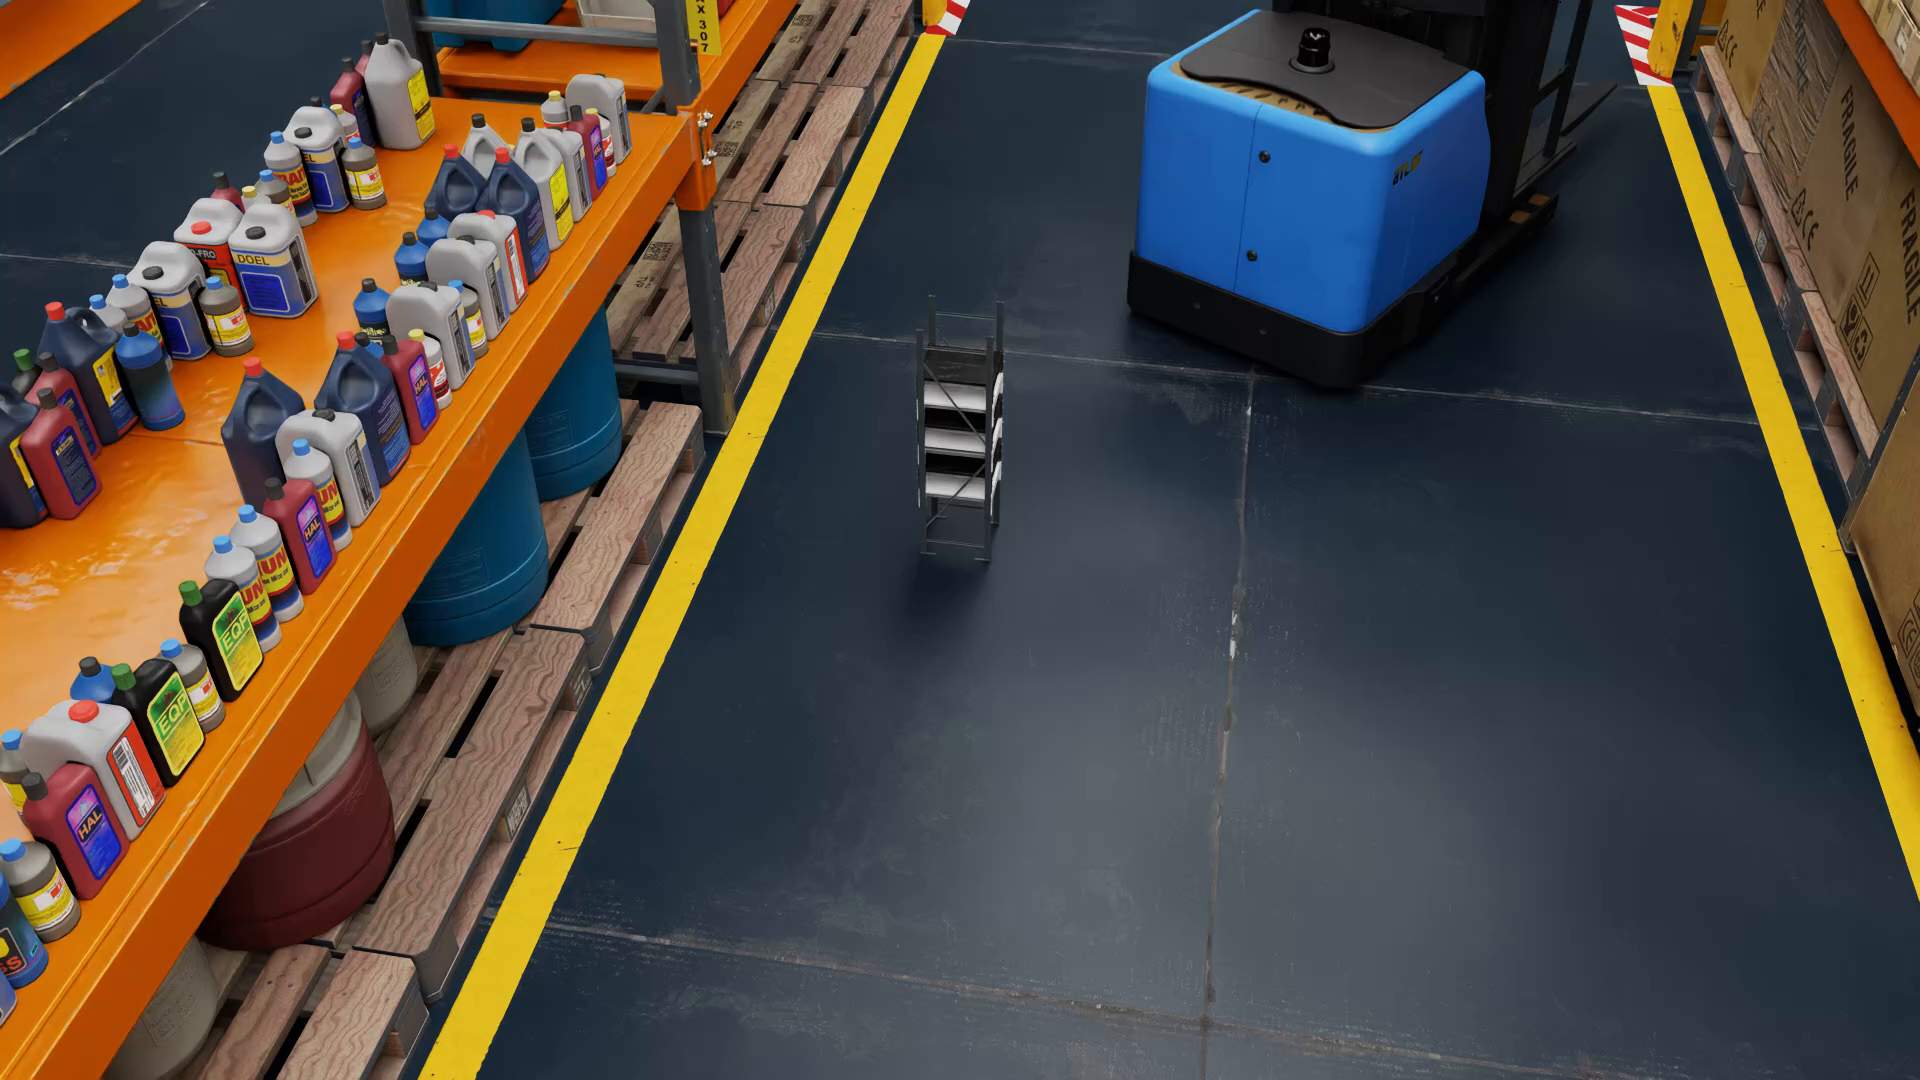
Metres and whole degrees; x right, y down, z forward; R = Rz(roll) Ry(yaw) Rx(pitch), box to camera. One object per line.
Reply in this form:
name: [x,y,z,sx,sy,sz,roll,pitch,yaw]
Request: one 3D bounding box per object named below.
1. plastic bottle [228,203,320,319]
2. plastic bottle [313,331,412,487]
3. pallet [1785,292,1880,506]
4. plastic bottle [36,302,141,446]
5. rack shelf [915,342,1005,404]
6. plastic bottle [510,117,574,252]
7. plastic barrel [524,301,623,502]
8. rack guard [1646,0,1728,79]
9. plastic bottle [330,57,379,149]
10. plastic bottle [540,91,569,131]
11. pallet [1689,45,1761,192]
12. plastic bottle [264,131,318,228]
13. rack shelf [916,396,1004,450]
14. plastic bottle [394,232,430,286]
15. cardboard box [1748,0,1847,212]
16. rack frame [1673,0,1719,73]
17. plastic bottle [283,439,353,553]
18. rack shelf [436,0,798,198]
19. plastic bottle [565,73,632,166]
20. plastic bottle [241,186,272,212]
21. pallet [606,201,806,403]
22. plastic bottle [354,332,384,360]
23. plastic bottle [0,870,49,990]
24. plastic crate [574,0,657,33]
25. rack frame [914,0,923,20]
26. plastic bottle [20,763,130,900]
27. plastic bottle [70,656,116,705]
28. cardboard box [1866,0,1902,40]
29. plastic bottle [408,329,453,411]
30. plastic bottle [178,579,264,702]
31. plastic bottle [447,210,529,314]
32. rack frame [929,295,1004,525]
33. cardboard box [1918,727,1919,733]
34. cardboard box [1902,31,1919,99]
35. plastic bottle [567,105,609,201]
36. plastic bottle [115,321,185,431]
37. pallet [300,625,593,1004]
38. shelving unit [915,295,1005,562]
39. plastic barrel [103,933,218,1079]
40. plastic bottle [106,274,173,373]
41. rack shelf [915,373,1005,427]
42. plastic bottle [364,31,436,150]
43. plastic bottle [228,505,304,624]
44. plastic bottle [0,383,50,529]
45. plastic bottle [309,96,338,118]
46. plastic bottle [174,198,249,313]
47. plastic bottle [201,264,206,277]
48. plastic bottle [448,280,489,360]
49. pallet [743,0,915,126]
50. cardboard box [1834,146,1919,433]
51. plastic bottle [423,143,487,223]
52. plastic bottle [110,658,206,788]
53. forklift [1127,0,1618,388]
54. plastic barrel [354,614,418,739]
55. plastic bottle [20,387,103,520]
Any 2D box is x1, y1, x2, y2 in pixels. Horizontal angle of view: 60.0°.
plastic bottle: [-1.817,-0.737,4.385,0.152,0.276,0.135,6,40,8]
plastic bottle: [-1.378,-0.308,3.808,0.144,0.351,0.185,6,40,8]
pallet: [3.736,-0.479,6.164,1.003,0.211,1.213,6,40,8]
plastic bottle: [-2.072,-0.415,3.937,0.144,0.351,0.185,6,40,8]
rack shelf: [0.001,-0.534,5.319,0.258,0.077,0.200,6,40,8]
plastic bottle: [-1.188,-1.000,4.644,0.144,0.351,0.185,6,40,8]
plastic barrel: [-1.462,-0.645,5.493,0.600,0.901,0.708,6,40,8]
rack guard: [4.224,-2.647,8.560,1.175,0.500,0.348,6,40,8]
plastic bottle: [-1.858,-1.320,5.084,0.061,0.283,0.133,6,40,8]
plastic bottle: [-1.227,-1.274,5.093,0.097,0.201,0.097,0,40,0]
pallet: [4.158,-2.011,8.016,1.003,0.211,1.213,6,40,8]
plastic bottle: [-1.917,-1.034,4.748,0.097,0.271,0.097,0,40,0]
rack shelf: [0.001,-0.396,5.433,0.258,0.077,0.200,6,40,8]
plastic bottle: [-1.401,-0.671,4.308,0.097,0.271,0.097,0,40,0]
cardboard box: [4.030,-1.957,7.101,0.875,0.875,0.875,6,40,8]
rack frame: [4.219,-3.596,7.745,1.000,3.000,0.127,6,40,8]
plastic bottle: [-1.403,-0.102,3.620,0.097,0.271,0.097,0,40,0]
rack shelf: [-1.005,-2.609,7.117,1.077,0.370,4.000,6,40,8]
plastic bottle: [-1.101,-1.301,5.067,0.152,0.276,0.135,6,40,8]
plastic bottle: [-1.950,-0.885,4.622,0.097,0.201,0.097,0,40,0]
pallet: [-1.262,-1.023,6.821,1.003,0.211,1.213,6,40,8]
plastic bottle: [-1.391,-0.370,3.945,0.097,0.271,0.097,0,40,0]
plastic bottle: [-1.603,0.623,2.744,0.097,0.271,0.097,0,40,0]
plastic crate: [-1.130,-1.829,5.768,0.396,0.136,0.243,6,40,8]
rack frame: [-0.659,-4.142,8.406,1.000,3.000,0.127,6,40,8]
plastic bottle: [-1.548,0.487,2.899,0.061,0.283,0.133,6,40,8]
plastic bottle: [-1.583,0.326,3.103,0.097,0.271,0.097,0,40,0]
cardboard box: [3.435,-1.862,5.845,0.380,0.149,0.250,7,40,9]
plastic bottle: [-1.308,-0.420,4.060,0.097,0.201,0.097,0,40,0]
plastic bottle: [-1.462,0.174,3.278,0.061,0.283,0.133,6,40,8]
plastic bottle: [-1.251,-0.755,4.406,0.152,0.276,0.135,6,40,8]
rack frame: [0.019,-0.416,5.547,0.240,0.900,0.006,6,40,8]
cardboard box: [3.282,0.536,4.085,1.225,0.875,0.875,5,40,6]
cardboard box: [3.346,-1.539,5.454,0.380,0.149,0.250,6,40,7]
plastic bottle: [-1.096,-1.153,4.883,0.061,0.283,0.133,6,40,8]
plastic bottle: [-1.945,-0.399,3.980,0.097,0.271,0.097,0,40,0]
pallet: [-1.734,0.691,4.749,1.003,0.211,1.213,6,40,8]
shelving unit: [0.001,-0.352,5.469,0.258,0.900,0.210,6,40,8]
plastic barrel: [-1.966,1.003,3.806,0.421,0.512,0.421,0,40,0]
plastic bottle: [-2.054,-0.537,4.147,0.097,0.271,0.097,0,40,0]
rack shelf: [0.001,-0.465,5.376,0.258,0.077,0.200,6,40,8]
plastic bottle: [-1.738,-1.402,5.130,0.144,0.351,0.185,6,40,8]
plastic bottle: [-1.443,0.043,3.445,0.097,0.271,0.097,0,40,0]
plastic bottle: [-2.127,-0.216,3.696,0.144,0.351,0.185,6,40,8]
plastic bottle: [-1.877,-1.180,4.924,0.097,0.271,0.097,0,40,0]
plastic bottle: [-1.967,-0.754,4.405,0.152,0.276,0.135,6,40,8]
plastic bottle: [-2.014,-0.656,4.345,0.097,0.201,0.097,0,40,0]
plastic bottle: [-1.268,-0.566,4.236,0.097,0.201,0.097,0,40,0]
pallet: [-0.840,-2.554,8.673,1.003,0.211,1.213,6,40,8]
cardboard box: [3.720,-0.834,5.742,0.875,0.875,0.875,6,40,8]
plastic bottle: [-1.362,-0.900,4.523,0.144,0.351,0.185,6,40,8]
plastic bottle: [-1.502,0.318,3.102,0.061,0.283,0.133,6,40,8]
forklift: [2.000,-2.586,6.577,1.130,2.935,3.031,27,47,29]
plastic barrel: [-1.770,0.294,4.663,0.421,0.512,0.421,0,40,0]
plastic bottle: [-2.022,-0.195,3.723,0.061,0.283,0.133,6,40,8]
